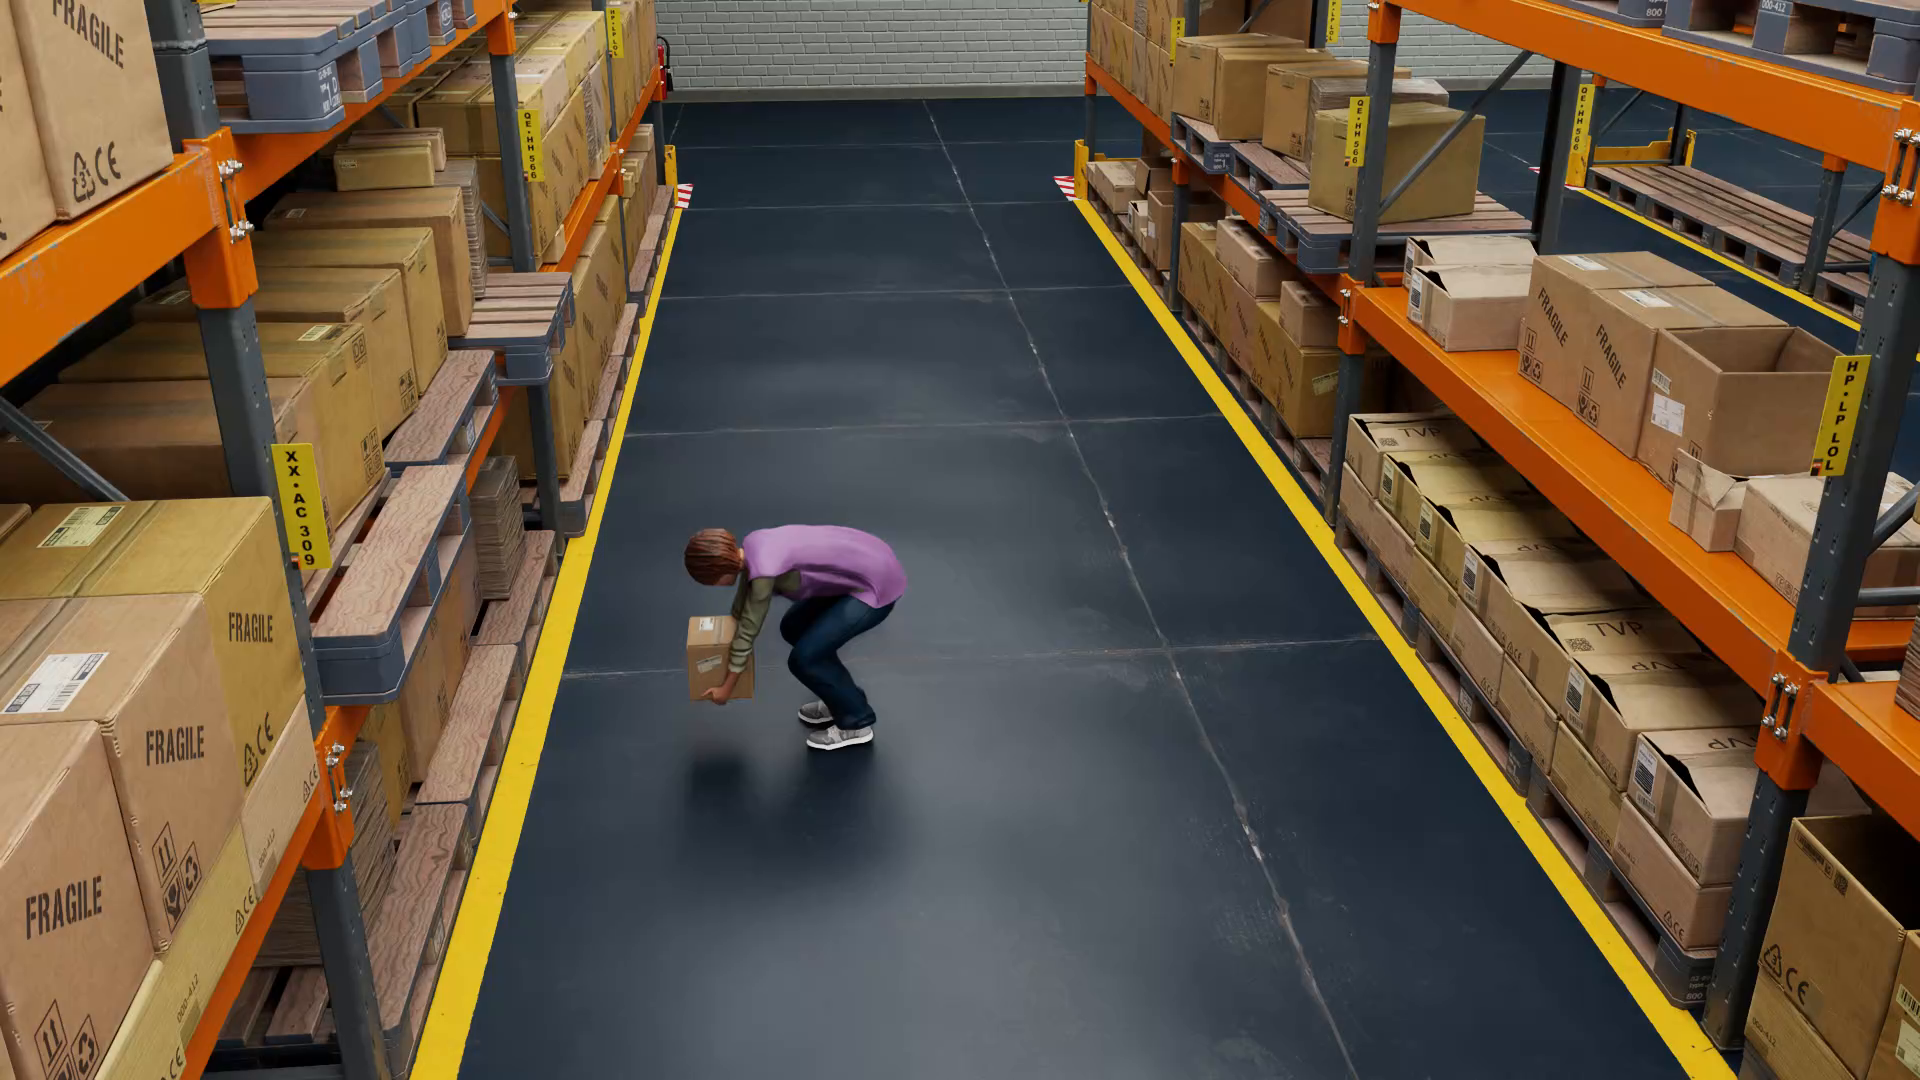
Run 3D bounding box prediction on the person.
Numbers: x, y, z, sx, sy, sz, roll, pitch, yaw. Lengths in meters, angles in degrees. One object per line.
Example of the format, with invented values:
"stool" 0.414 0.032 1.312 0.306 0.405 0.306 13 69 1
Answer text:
"person" -0.637 0.367 6.613 0.862 0.928 0.424 -3 24 -8
